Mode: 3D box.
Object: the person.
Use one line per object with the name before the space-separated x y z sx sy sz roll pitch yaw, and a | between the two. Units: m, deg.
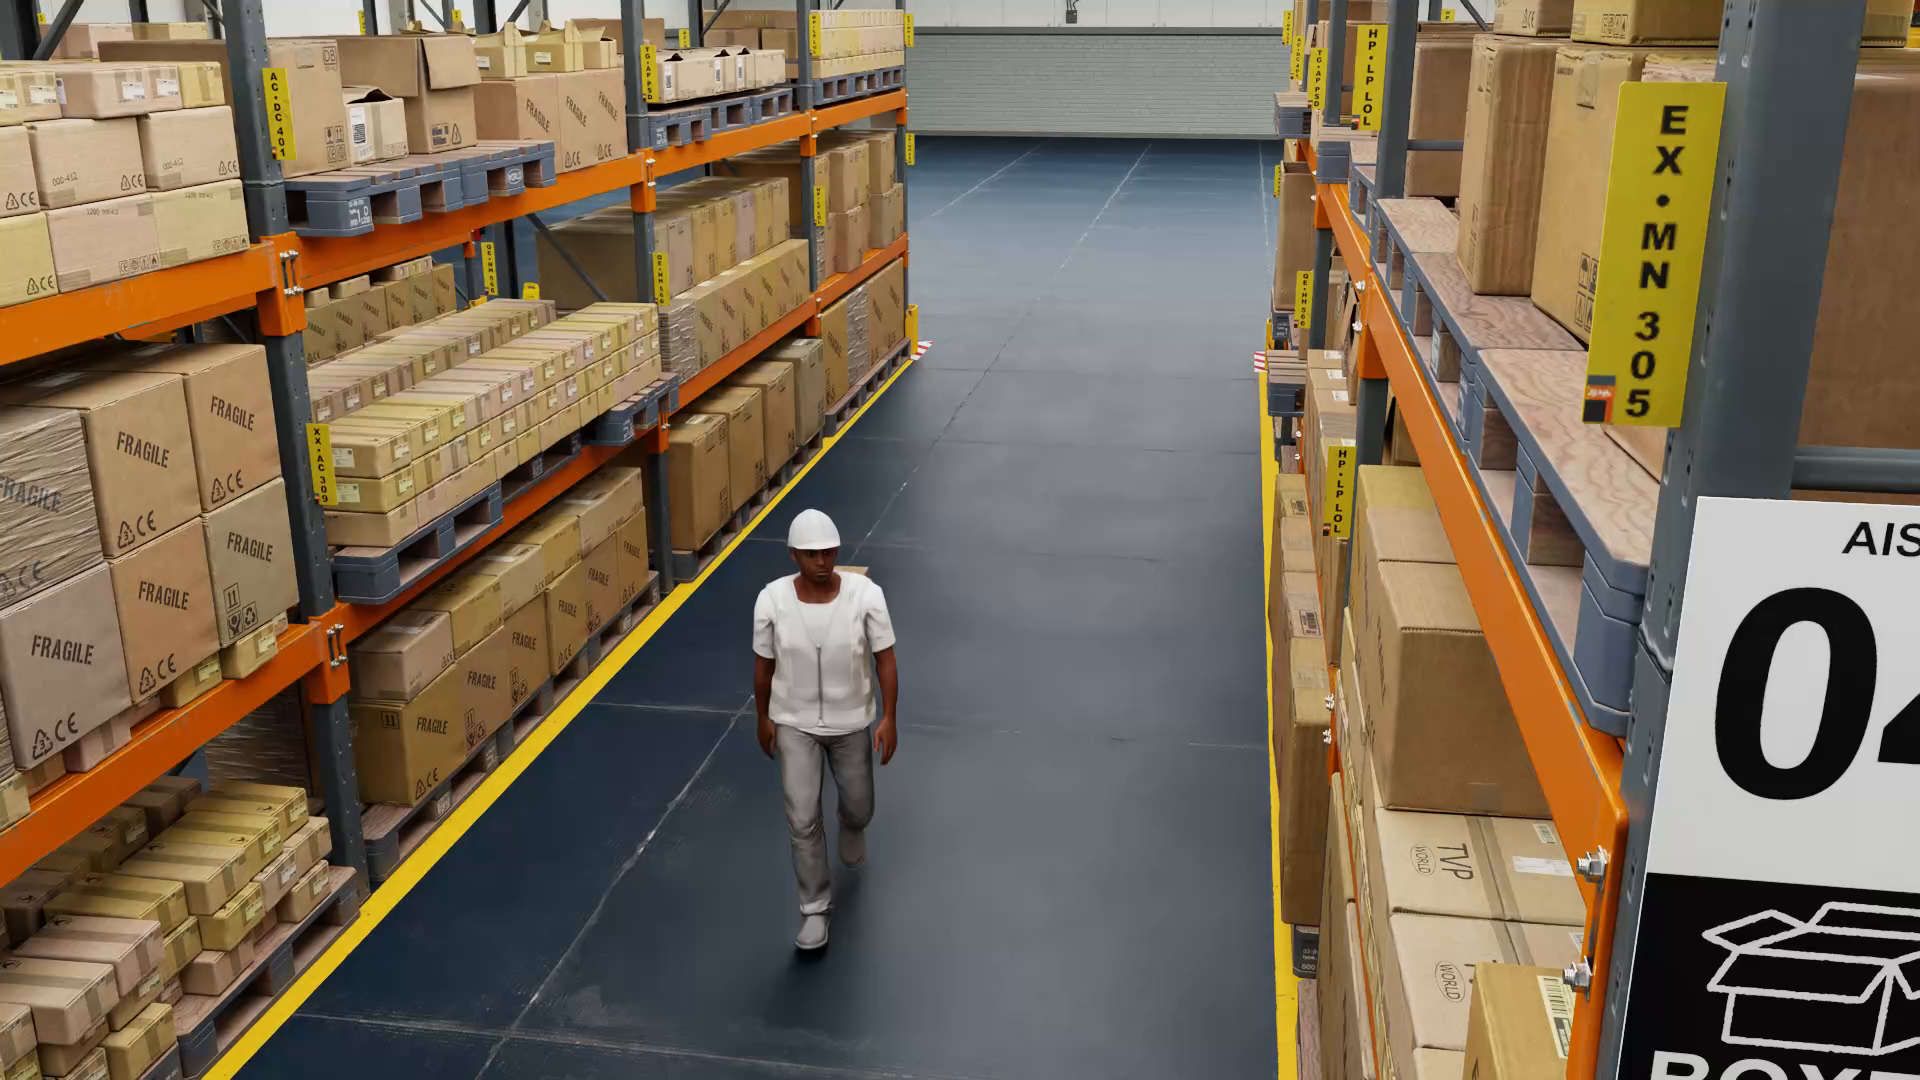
person | -0.542 0.716 6.769 0.587 1.742 0.872 -1 18 -3
